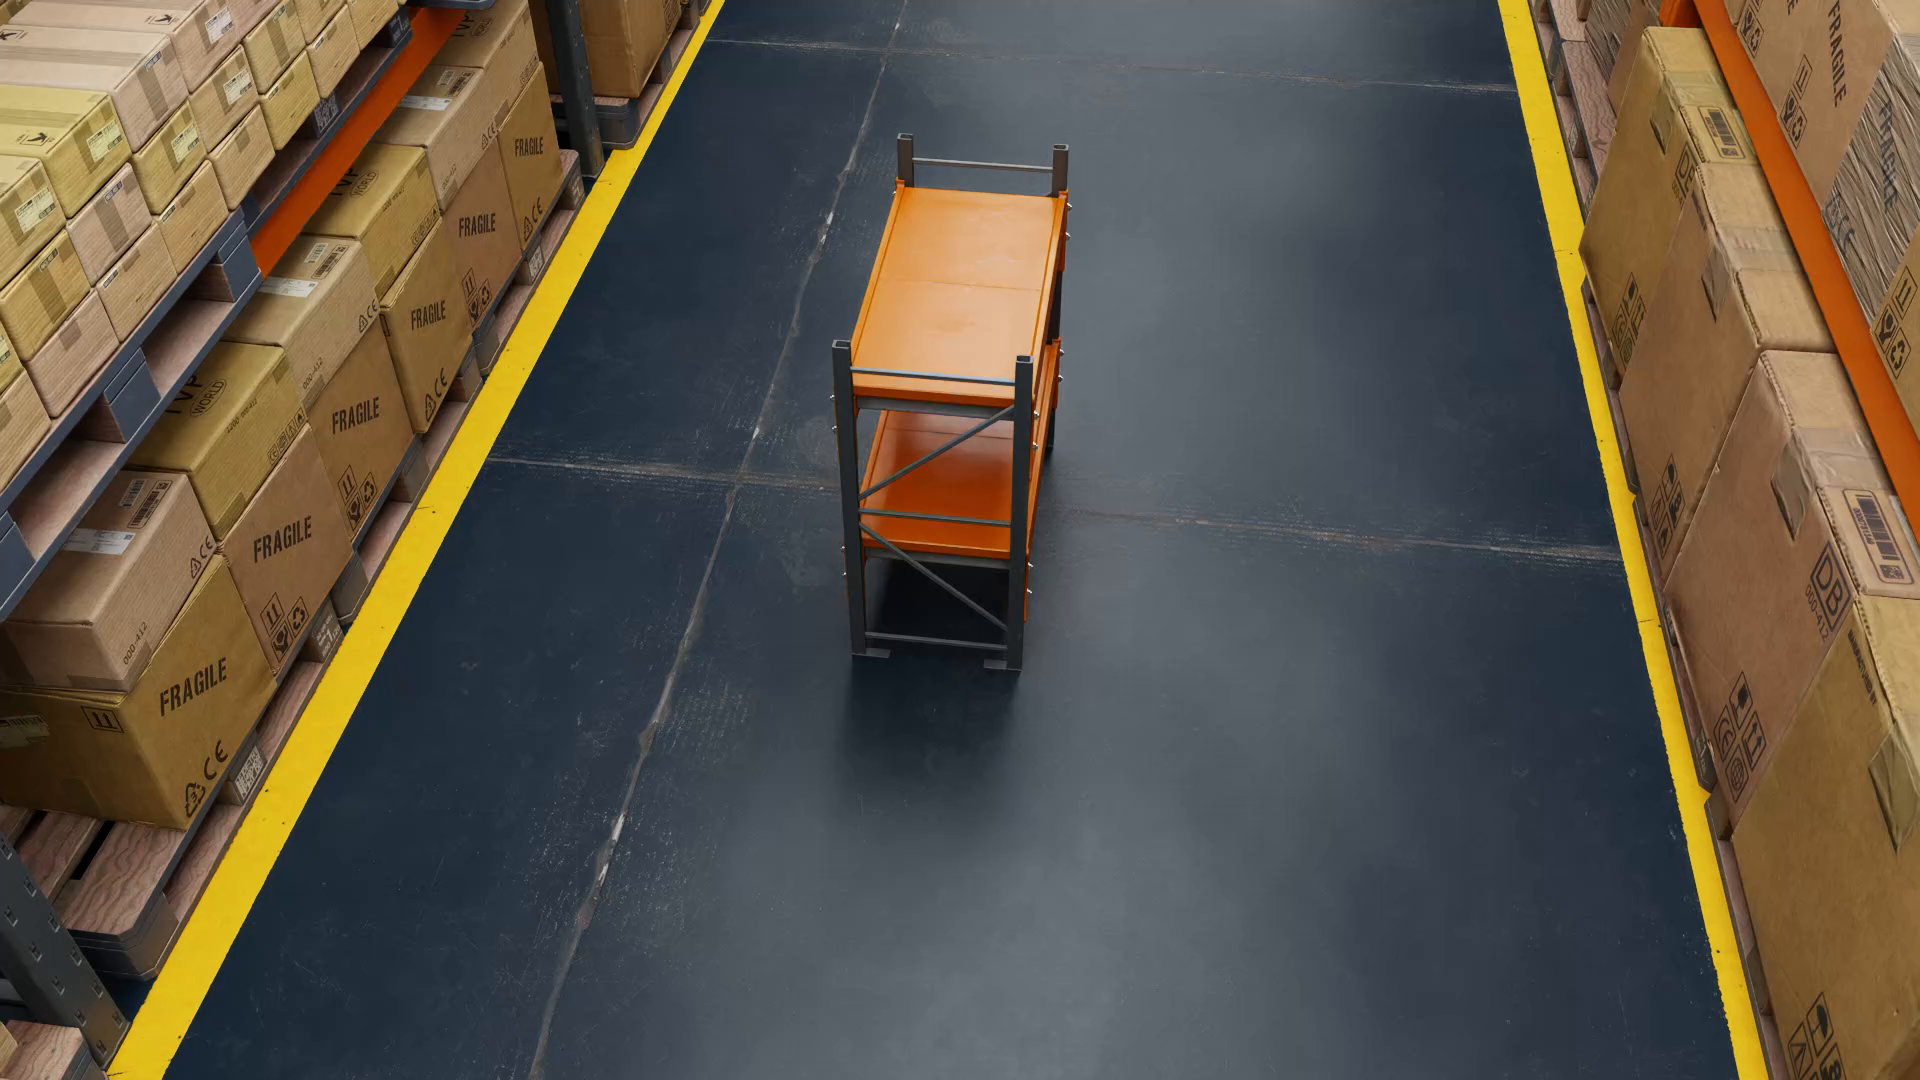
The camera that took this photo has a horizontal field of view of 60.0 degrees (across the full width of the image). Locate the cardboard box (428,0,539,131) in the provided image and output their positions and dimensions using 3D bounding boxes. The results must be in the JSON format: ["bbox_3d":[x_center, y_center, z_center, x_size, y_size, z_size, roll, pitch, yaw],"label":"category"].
[{"bbox_3d":[-1.803,-1.673,5.803,0.500,0.250,0.500,4,44,5],"label":"cardboard box"}]

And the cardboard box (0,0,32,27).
[{"bbox_3d":[-2.473,-1.277,4.078,0.380,0.149,0.250,5,44,6],"label":"cardboard box"}]

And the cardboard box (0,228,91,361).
[{"bbox_3d":[-1.961,-0.493,3.250,0.380,0.149,0.250,4,44,5],"label":"cardboard box"}]

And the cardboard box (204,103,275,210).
[{"bbox_3d":[-1.858,-0.912,3.909,0.380,0.149,0.250,3,44,4],"label":"cardboard box"}]

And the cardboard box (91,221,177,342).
[{"bbox_3d":[-1.925,-0.567,3.545,0.380,0.149,0.250,6,44,6],"label":"cardboard box"}]

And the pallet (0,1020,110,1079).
[{"bbox_3d":[-2.555,1.554,3.456,1.003,0.211,1.213,5,44,6],"label":"pallet"}]

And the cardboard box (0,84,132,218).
[{"bbox_3d":[-1.926,-0.789,3.346,0.380,0.149,0.250,6,44,6],"label":"cardboard box"}]

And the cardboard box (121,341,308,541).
[{"bbox_3d":[-2.073,-0.280,4.331,0.500,0.250,0.500,6,44,7],"label":"cardboard box"}]

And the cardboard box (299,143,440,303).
[{"bbox_3d":[-1.941,-0.983,5.074,0.500,0.250,0.500,6,44,6],"label":"cardboard box"}]

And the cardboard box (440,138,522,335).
[{"bbox_3d":[-1.872,-1.065,5.706,0.500,0.500,0.500,7,44,7],"label":"cardboard box"}]

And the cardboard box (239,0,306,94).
[{"bbox_3d":[-1.824,-1.211,4.008,0.380,0.149,0.250,5,44,5],"label":"cardboard box"}]

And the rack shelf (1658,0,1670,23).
[{"bbox_3d":[3.195,-3.228,7.001,1.077,0.370,4.000,5,44,6],"label":"rack shelf"}]

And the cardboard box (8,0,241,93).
[{"bbox_3d":[-1.857,-1.133,3.710,0.380,0.149,0.250,5,44,5],"label":"cardboard box"}]

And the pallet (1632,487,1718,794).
[{"bbox_3d":[2.588,0.246,4.837,1.003,0.211,1.213,5,44,6],"label":"pallet"}]

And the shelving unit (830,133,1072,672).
[{"bbox_3d":[-0.001,-0.404,4.858,0.538,1.125,1.048,5,44,6],"label":"shelving unit"}]

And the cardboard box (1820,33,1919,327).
[{"bbox_3d":[2.399,-0.814,3.856,0.500,0.500,0.500,5,44,6],"label":"cardboard box"}]

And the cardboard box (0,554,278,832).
[{"bbox_3d":[-2.140,0.356,4.205,0.500,0.500,0.500,7,44,7],"label":"cardboard box"}]

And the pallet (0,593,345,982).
[{"bbox_3d":[-2.399,0.562,4.503,1.003,0.211,1.213,5,44,6],"label":"pallet"}]

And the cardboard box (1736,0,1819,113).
[{"bbox_3d":[2.531,-1.504,4.584,0.500,0.500,0.500,4,44,4],"label":"cardboard box"}]

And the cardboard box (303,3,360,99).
[{"bbox_3d":[-1.789,-1.270,4.287,0.380,0.149,0.250,3,44,4],"label":"cardboard box"}]

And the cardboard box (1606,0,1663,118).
[{"bbox_3d":[3.000,-1.837,6.506,0.700,0.500,0.500,3,44,3],"label":"cardboard box"}]

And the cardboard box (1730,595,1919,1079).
[{"bbox_3d":[2.467,0.781,3.484,1.225,0.875,0.875,5,44,6],"label":"cardboard box"}]

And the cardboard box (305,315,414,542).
[{"bbox_3d":[-2.016,-0.363,4.965,0.500,0.500,0.500,6,44,6],"label":"cardboard box"}]

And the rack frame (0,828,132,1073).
[{"bbox_3d":[-2.501,0.080,2.984,1.000,3.000,0.127,5,44,6],"label":"rack frame"}]

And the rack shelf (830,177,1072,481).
[{"bbox_3d":[-0.001,-0.616,4.657,0.538,0.278,1.000,5,44,6],"label":"rack shelf"}]

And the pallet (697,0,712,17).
[{"bbox_3d":[-1.629,-2.993,8.257,1.003,0.211,1.213,5,44,6],"label":"pallet"}]

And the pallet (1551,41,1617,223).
[{"bbox_3d":[3.036,-1.646,6.835,1.003,0.211,1.213,5,44,6],"label":"pallet"}]

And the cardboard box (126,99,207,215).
[{"bbox_3d":[-1.893,-0.846,3.623,0.380,0.149,0.250,4,44,4],"label":"cardboard box"}]

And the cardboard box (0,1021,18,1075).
[{"bbox_3d":[-2.227,1.098,3.460,0.380,0.149,0.250,6,44,6],"label":"cardboard box"}]

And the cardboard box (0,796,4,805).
[{"bbox_3d":[-2.653,0.308,4.256,0.500,0.500,0.500,4,44,5],"label":"cardboard box"}]

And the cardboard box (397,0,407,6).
[{"bbox_3d":[-1.720,-1.632,4.669,0.380,0.149,0.250,3,44,4],"label":"cardboard box"}]

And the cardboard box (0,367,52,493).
[{"bbox_3d":[-1.993,-0.208,3.165,0.380,0.149,0.250,3,44,3],"label":"cardboard box"}]

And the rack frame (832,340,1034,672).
[{"bbox_3d":[-0.068,-0.057,4.493,0.500,1.125,0.032,5,44,6],"label":"rack frame"}]

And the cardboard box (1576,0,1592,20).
[{"bbox_3d":[3.129,-2.603,7.315,0.700,0.500,0.500,9,44,9],"label":"cardboard box"}]

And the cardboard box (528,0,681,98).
[{"bbox_3d":[-1.802,-2.388,6.922,1.050,0.750,0.750,5,44,5],"label":"cardboard box"}]

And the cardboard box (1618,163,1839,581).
[{"bbox_3d":[2.694,-0.432,4.765,1.225,0.875,0.875,5,44,6],"label":"cardboard box"}]

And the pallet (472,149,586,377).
[{"bbox_3d":[-2.077,-1.101,6.259,1.003,0.211,1.213,5,44,6],"label":"pallet"}]

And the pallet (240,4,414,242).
[{"bbox_3d":[-2.193,-1.224,4.500,1.003,0.211,1.213,5,44,6],"label":"pallet"}]
